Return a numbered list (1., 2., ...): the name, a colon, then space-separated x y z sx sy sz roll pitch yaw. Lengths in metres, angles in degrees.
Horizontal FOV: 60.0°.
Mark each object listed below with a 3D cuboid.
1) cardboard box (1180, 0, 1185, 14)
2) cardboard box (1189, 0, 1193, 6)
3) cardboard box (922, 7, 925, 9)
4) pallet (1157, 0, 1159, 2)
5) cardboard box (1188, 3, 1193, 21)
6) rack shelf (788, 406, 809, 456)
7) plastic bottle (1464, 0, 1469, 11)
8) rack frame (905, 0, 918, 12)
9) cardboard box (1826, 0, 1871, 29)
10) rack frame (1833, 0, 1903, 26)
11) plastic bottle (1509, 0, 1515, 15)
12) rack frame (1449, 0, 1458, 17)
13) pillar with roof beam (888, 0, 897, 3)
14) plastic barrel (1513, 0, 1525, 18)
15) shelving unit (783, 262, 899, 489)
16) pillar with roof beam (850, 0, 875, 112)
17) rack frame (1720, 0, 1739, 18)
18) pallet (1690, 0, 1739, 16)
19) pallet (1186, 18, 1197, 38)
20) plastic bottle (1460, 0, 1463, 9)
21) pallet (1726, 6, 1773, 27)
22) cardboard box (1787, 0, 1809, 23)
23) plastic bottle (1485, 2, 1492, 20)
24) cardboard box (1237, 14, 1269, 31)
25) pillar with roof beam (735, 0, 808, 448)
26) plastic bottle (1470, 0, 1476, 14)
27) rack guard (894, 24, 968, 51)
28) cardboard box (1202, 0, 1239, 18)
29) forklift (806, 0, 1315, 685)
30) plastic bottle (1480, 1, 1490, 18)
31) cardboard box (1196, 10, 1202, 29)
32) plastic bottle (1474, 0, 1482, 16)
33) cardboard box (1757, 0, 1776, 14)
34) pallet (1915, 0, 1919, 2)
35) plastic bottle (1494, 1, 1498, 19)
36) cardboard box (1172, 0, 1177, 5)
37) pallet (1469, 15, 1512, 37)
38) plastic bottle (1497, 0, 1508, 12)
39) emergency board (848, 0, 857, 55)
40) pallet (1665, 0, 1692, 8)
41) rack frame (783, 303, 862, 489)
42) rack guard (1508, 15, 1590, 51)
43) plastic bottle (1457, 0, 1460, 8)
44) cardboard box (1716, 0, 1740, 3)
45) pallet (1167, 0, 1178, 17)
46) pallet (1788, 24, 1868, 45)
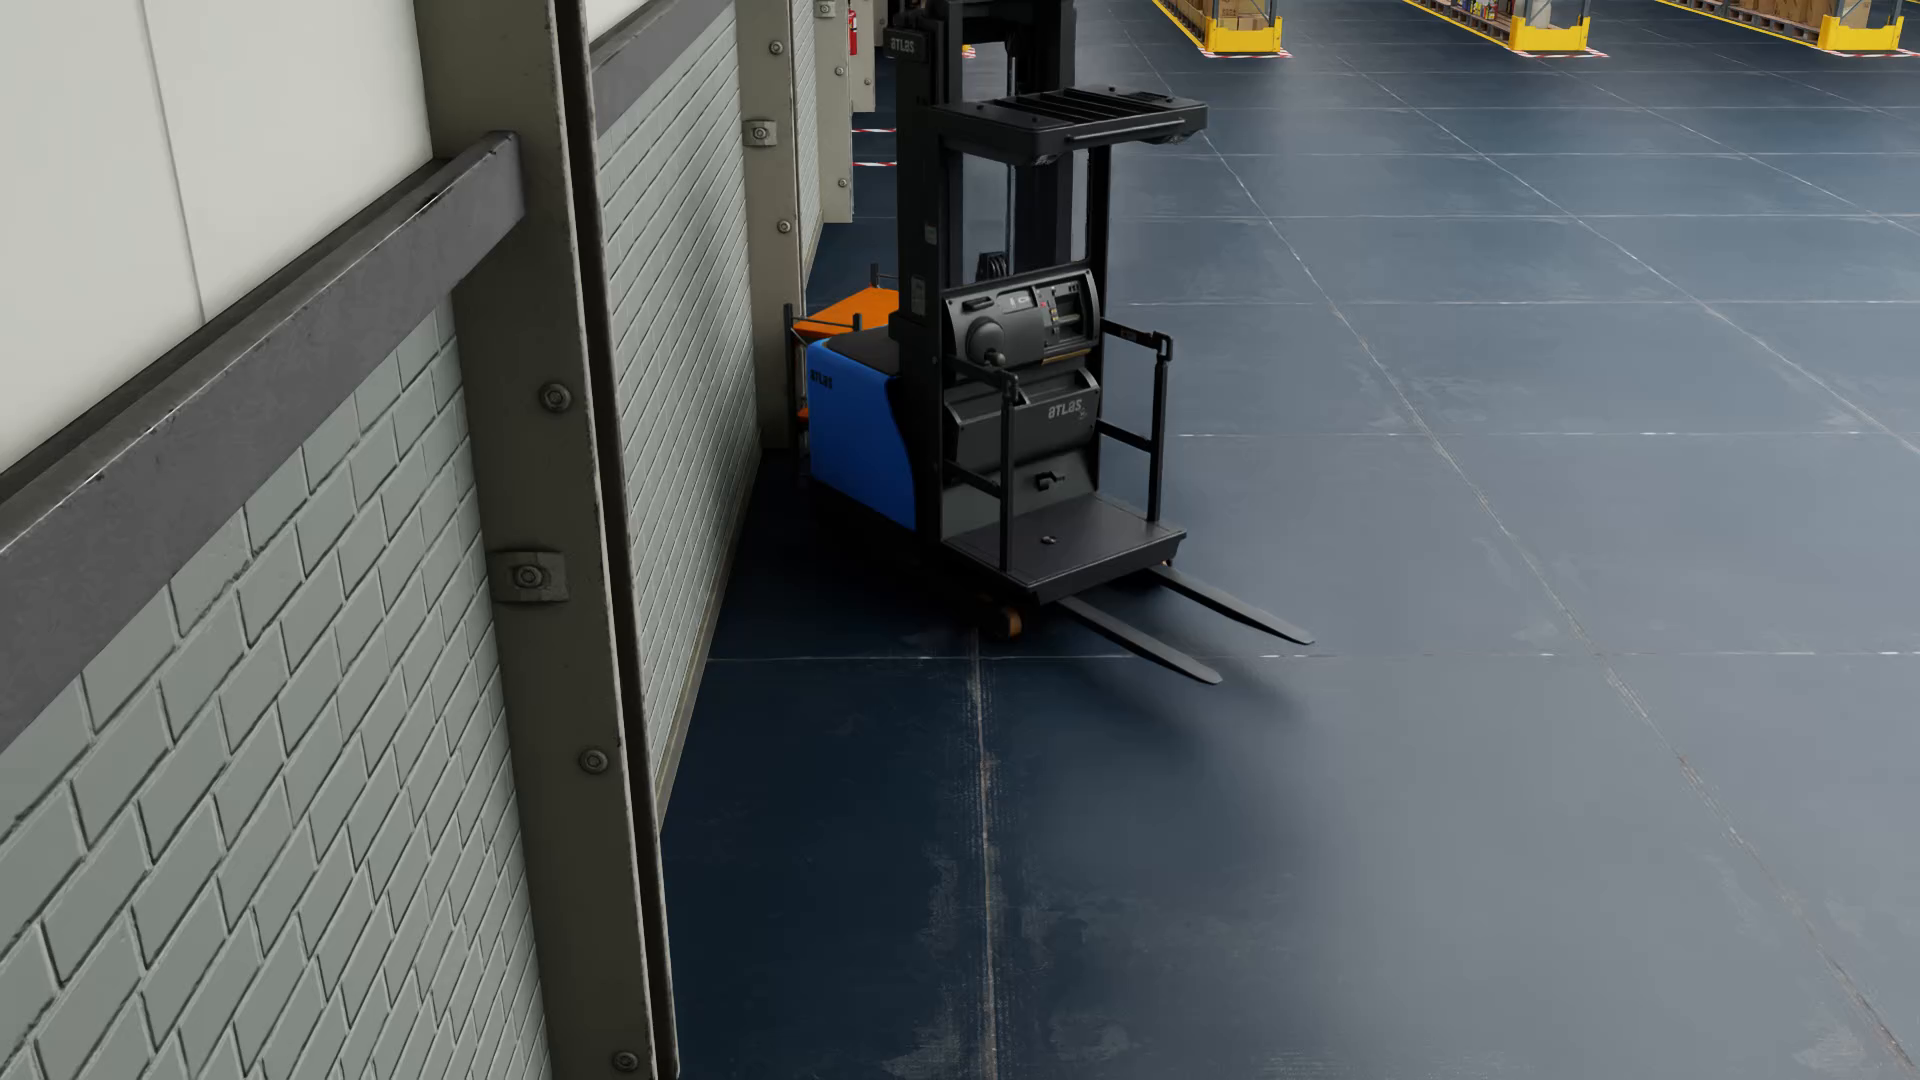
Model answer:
1. cardboard box: 4.156 -9.377 29.169 0.500 0.250 0.500 0 24 -1
2. cardboard box: 4.164 -9.306 28.104 0.500 0.500 0.500 0 24 -1
3. cardboard box: -0.380 -8.660 27.488 0.500 0.311 0.500 2 24 4
4. pallet: 4.380 -10.875 33.039 1.003 0.211 1.213 0 24 -1
5. cardboard box: 4.168 -8.965 28.258 0.500 0.250 0.500 0 24 -1
6. rack shelf: -0.553 -0.760 10.158 0.538 0.278 1.000 12 27 24
7. plastic bottle: 9.001 -9.516 29.332 0.144 0.351 0.185 0 24 1
8. rack frame: -0.500 -10.813 29.518 1.000 3.000 0.127 0 24 -1
9. cardboard box: 14.413 -8.541 27.019 0.500 0.500 0.500 4 25 9
10. rack frame: 14.403 -9.231 26.021 1.000 3.000 0.127 0 24 -1
11. plastic bottle: 9.599 -9.276 28.883 0.061 0.283 0.133 0 24 -1
12. rack frame: 9.407 -10.857 29.616 1.000 3.000 0.127 0 24 -1
13. pillar with roof beam: 2.911 -14.674 30.776 9.100 9.000 0.400 0 24 -1
14. plastic barrel: 9.361 -8.744 27.454 0.421 0.512 0.421 0 24 0
15. shelving unit: -0.553 -0.983 10.057 0.538 1.125 1.048 12 27 24
16. pillar with roof beam: 3.041 -9.730 19.843 9.100 9.000 0.400 0 24 -1
17. rack frame: 14.359 -10.880 29.666 1.000 3.000 0.127 0 24 -1
18. pallet: 14.349 -9.930 30.949 1.003 0.211 1.213 0 24 -1
19. pallet: 4.437 -8.734 28.306 1.003 0.211 1.213 0 24 -1
20. plastic bottle: 8.974 -9.566 29.622 0.097 0.201 0.097 0 24 0
21. pallet: 14.402 -9.333 29.629 1.003 0.211 1.213 0 24 -1
22. cardboard box: 14.384 -9.045 28.134 0.500 0.500 0.500 2 24 4
23. plastic bottle: 8.972 -8.975 28.216 0.061 0.283 0.133 0 24 1
24. cardboard box: 4.714 -8.349 26.897 0.500 0.250 0.500 0 24 -1
25. pillar with roof beam: 3.172 -4.785 8.910 9.100 9.000 0.400 0 24 -1
26. plastic bottle: 8.963 -9.340 29.023 0.061 0.283 0.133 1 24 2
27. rack guard: -0.457 -8.057 26.458 1.175 0.500 0.348 0 24 -1
28. cardboard box: 4.194 -8.688 26.737 0.500 0.500 0.500 0 24 -1
29. forklift: 0.448 -1.074 8.069 1.130 2.935 3.031 -18 30 -34
30. plastic bottle: 9.015 -9.085 28.468 0.152 0.276 0.135 -1 24 -2
31. cardboard box: 4.178 -8.553 27.347 0.500 0.250 0.500 0 24 -1
32. plastic bottle: 9.007 -9.264 28.773 0.144 0.351 0.185 0 24 -1
33. cardboard box: 14.338 -9.531 29.207 0.500 0.500 0.500 8 25 16
34. pallet: 19.220 -10.411 32.014 1.003 0.211 1.213 0 24 -1
35. plastic bottle: 9.123 -9.031 28.341 0.061 0.283 0.133 0 24 -1
36. cardboard box: 4.159 -9.945 30.425 0.500 0.250 0.500 0 24 -1
37. pallet: 9.389 -8.806 28.464 1.003 0.211 1.213 0 24 -1
38. plastic bottle: 9.556 -9.463 29.304 0.152 0.276 0.135 0 24 -1
39. emergency board: -1.274 -5.958 18.784 0.194 1.169 0.643 0 24 -1
40. pallet: 14.333 -10.434 32.064 1.003 0.211 1.213 0 24 -1
41. rack frame: -0.780 -0.795 9.643 0.500 1.125 0.032 12 27 24
42. rack guard: 9.402 -8.101 26.556 1.175 0.500 0.348 0 24 -1
43. plastic bottle: 8.972 -9.681 29.793 0.097 0.271 0.097 0 24 0
44. cardboard box: 14.374 -10.194 30.650 0.700 0.500 0.500 -2 24 -5
45. pallet: 4.407 -9.870 30.816 1.003 0.211 1.213 0 24 -1
46. pallet: 14.429 -8.327 27.406 1.003 0.211 1.213 0 24 -1
